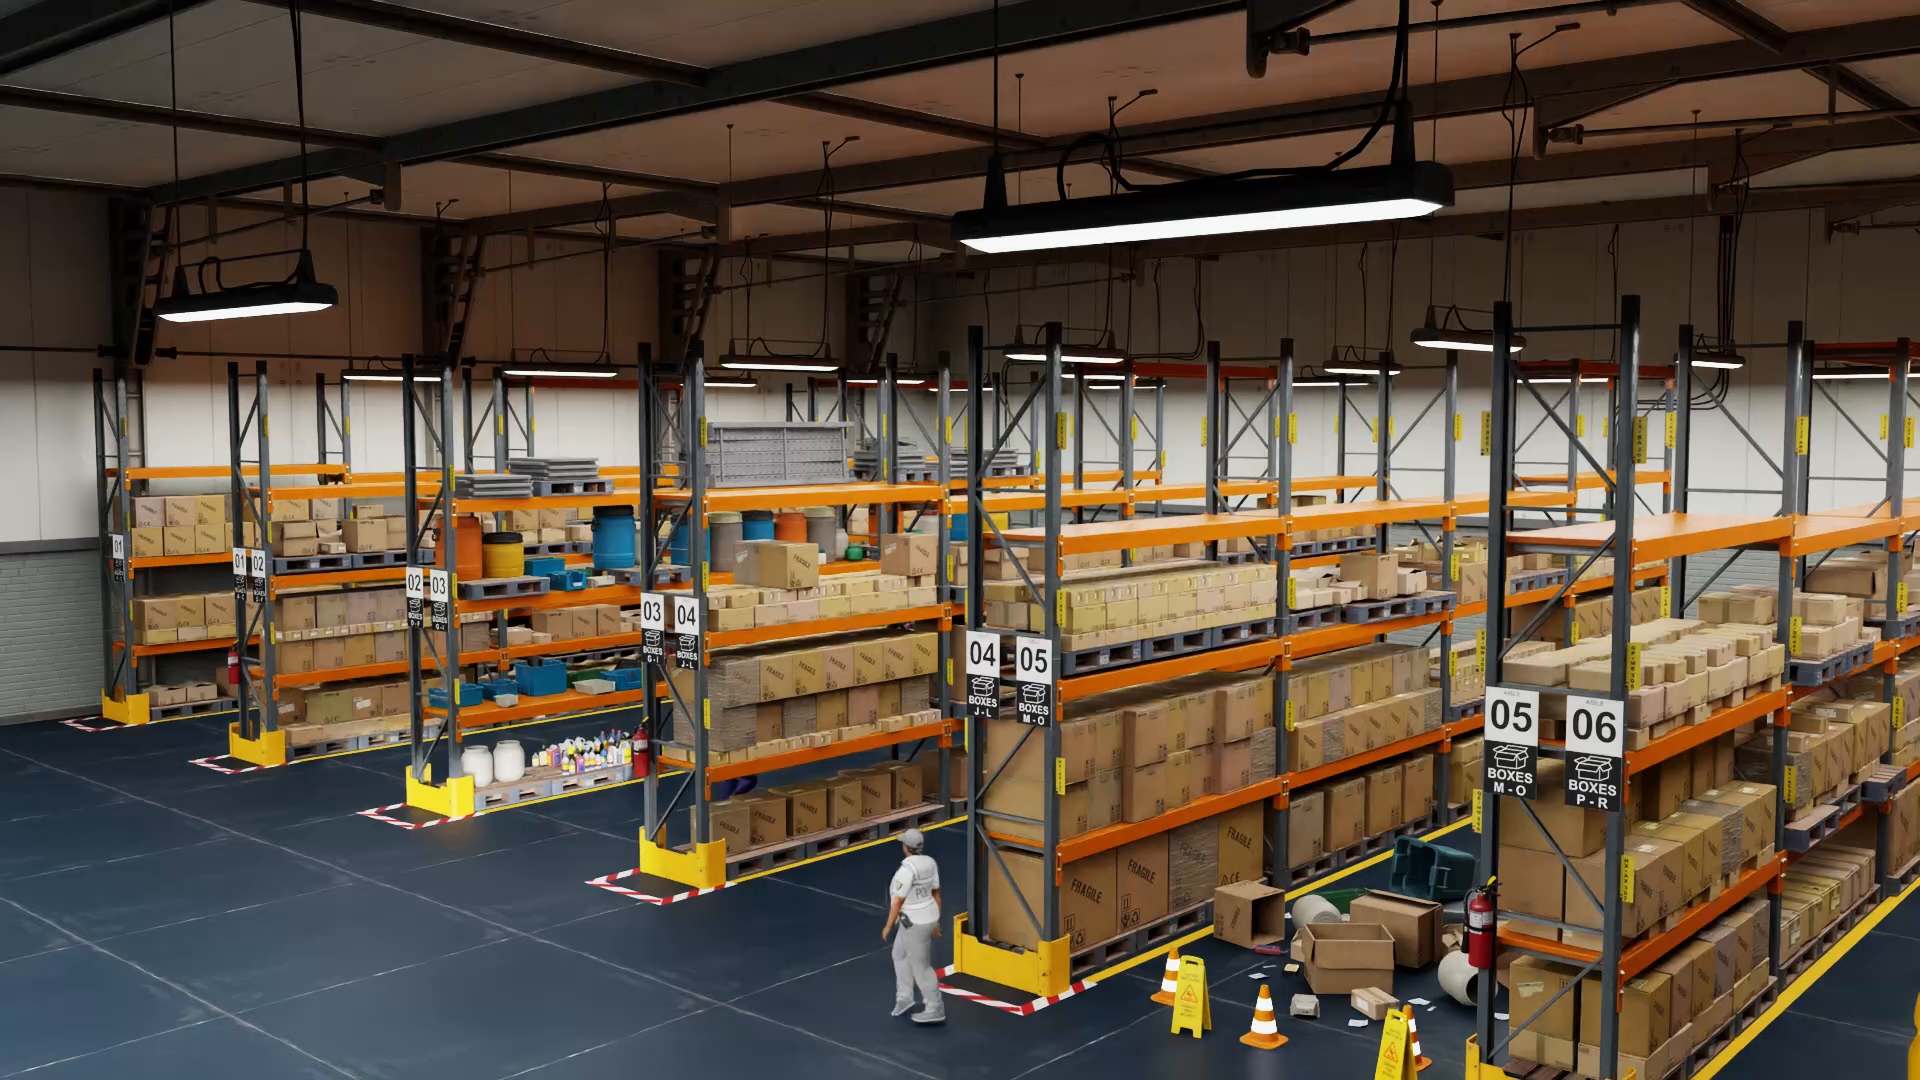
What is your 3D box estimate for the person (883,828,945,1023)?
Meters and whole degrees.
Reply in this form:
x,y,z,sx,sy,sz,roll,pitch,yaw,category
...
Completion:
x,y,z,sx,sy,sz,roll,pitch,yaw,category
-0.402,3.322,14.190,0.569,1.738,0.452,1,4,15,person
